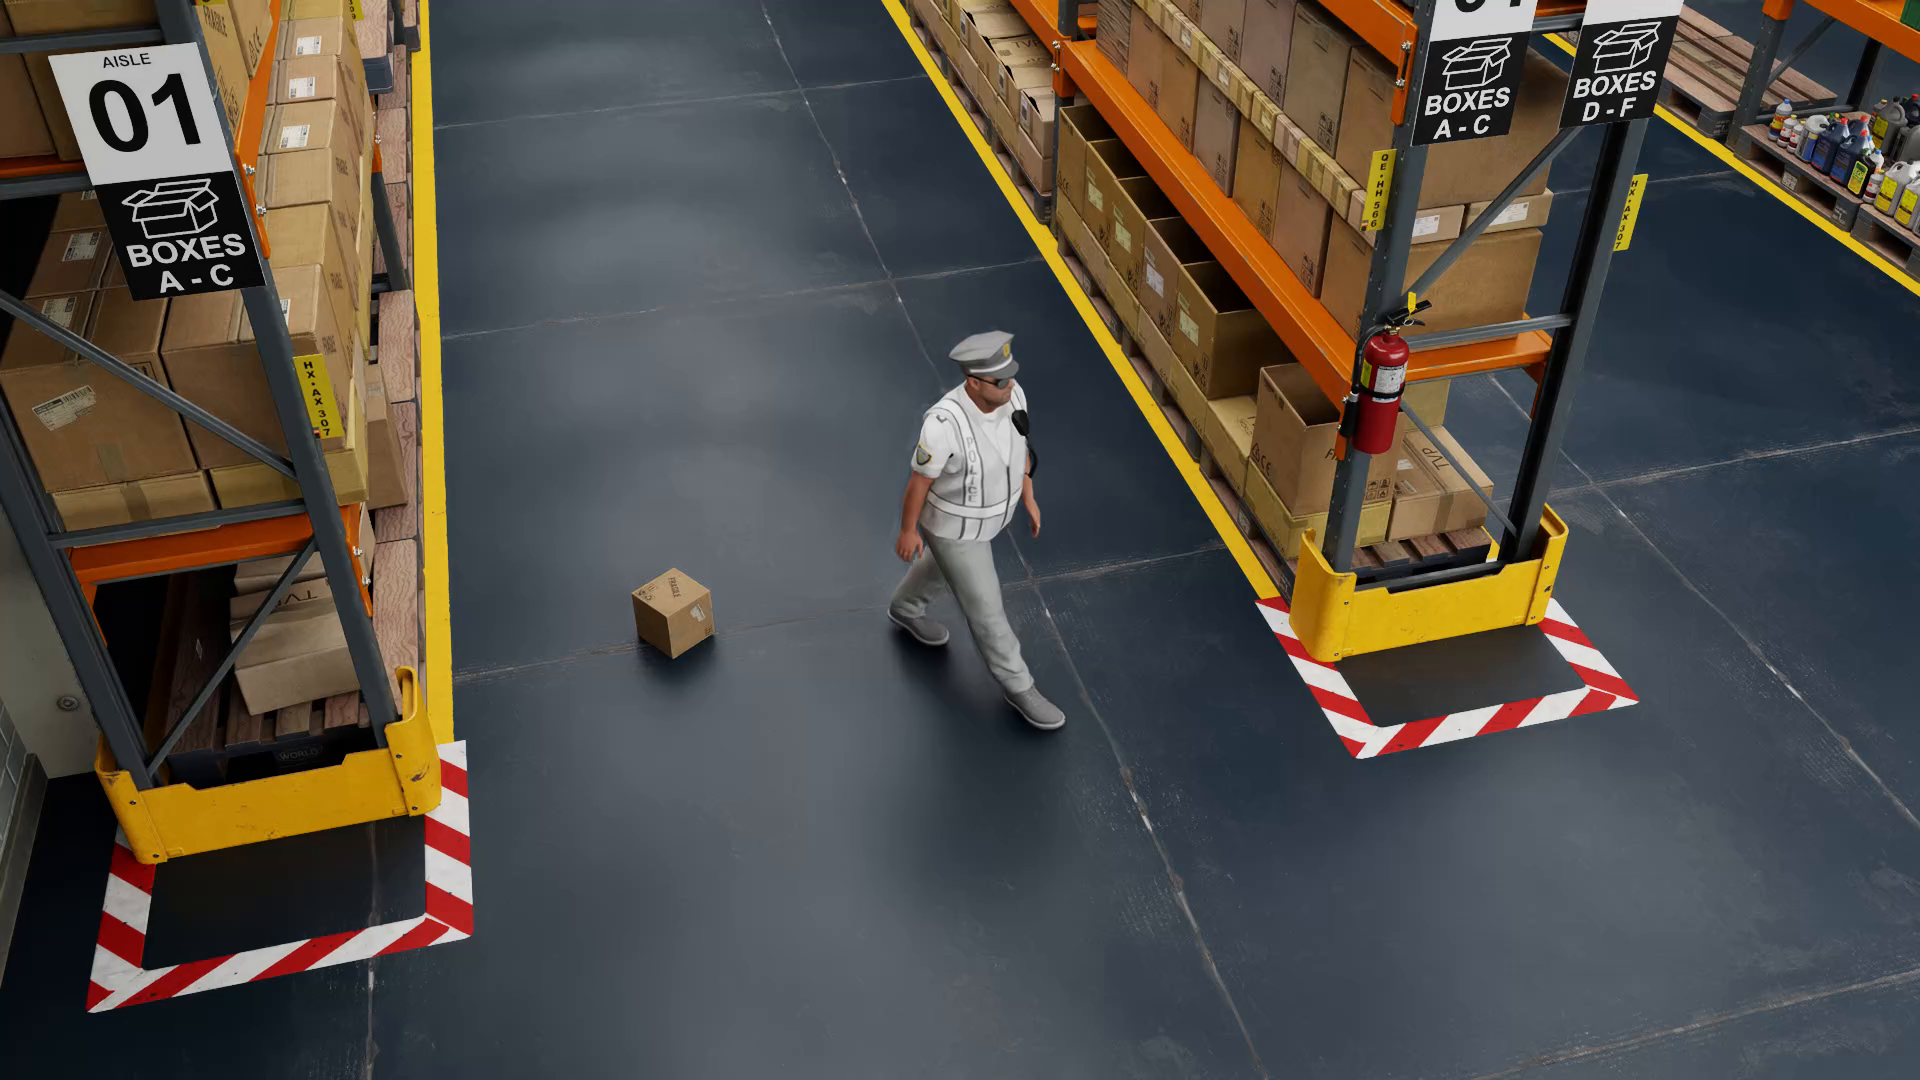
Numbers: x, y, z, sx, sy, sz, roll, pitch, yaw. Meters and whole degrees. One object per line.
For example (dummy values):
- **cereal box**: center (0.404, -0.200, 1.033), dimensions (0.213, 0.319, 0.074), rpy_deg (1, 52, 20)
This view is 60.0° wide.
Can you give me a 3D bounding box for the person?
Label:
- **person**: center (0.095, -0.116, 6.837), dimensions (1.037, 1.694, 0.570), rpy_deg (23, 43, 27)
